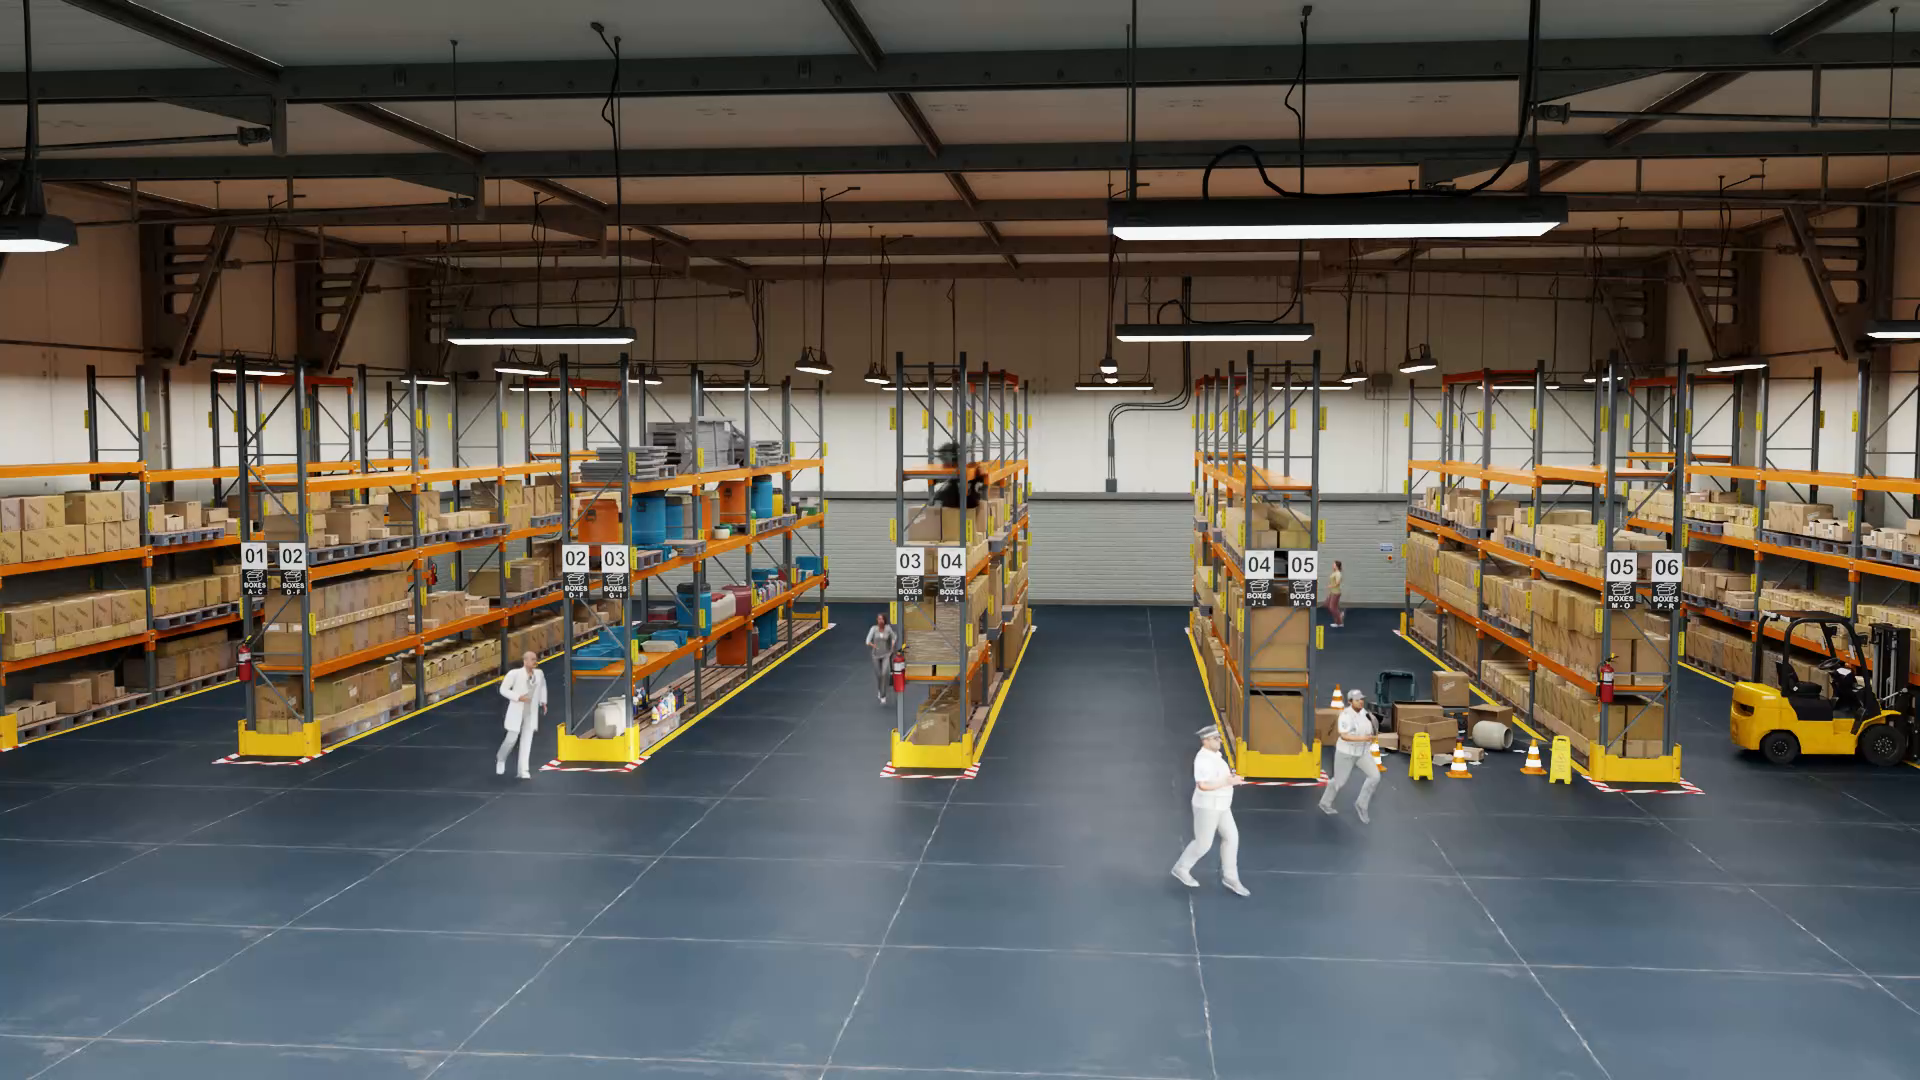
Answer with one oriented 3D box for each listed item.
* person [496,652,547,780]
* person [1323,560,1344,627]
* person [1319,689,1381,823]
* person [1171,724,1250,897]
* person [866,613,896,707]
[{"bbox_3d":[-6.085,2.444,23.386,0.747,1.731,1.033,-3,5,-34],"label":"person"},{"bbox_3d":[9.112,1.305,40.548,0.539,1.626,0.580,0,4,3],"label":"person"},{"bbox_3d":[4.934,2.696,20.861,0.613,1.684,0.856,-2,5,-31],"label":"person"},{"bbox_3d":[2.662,2.850,17.636,0.834,1.823,0.651,2,5,31],"label":"person"},{"bbox_3d":[-1.410,2.100,29.574,0.529,1.621,0.789,0,4,3],"label":"person"}]
